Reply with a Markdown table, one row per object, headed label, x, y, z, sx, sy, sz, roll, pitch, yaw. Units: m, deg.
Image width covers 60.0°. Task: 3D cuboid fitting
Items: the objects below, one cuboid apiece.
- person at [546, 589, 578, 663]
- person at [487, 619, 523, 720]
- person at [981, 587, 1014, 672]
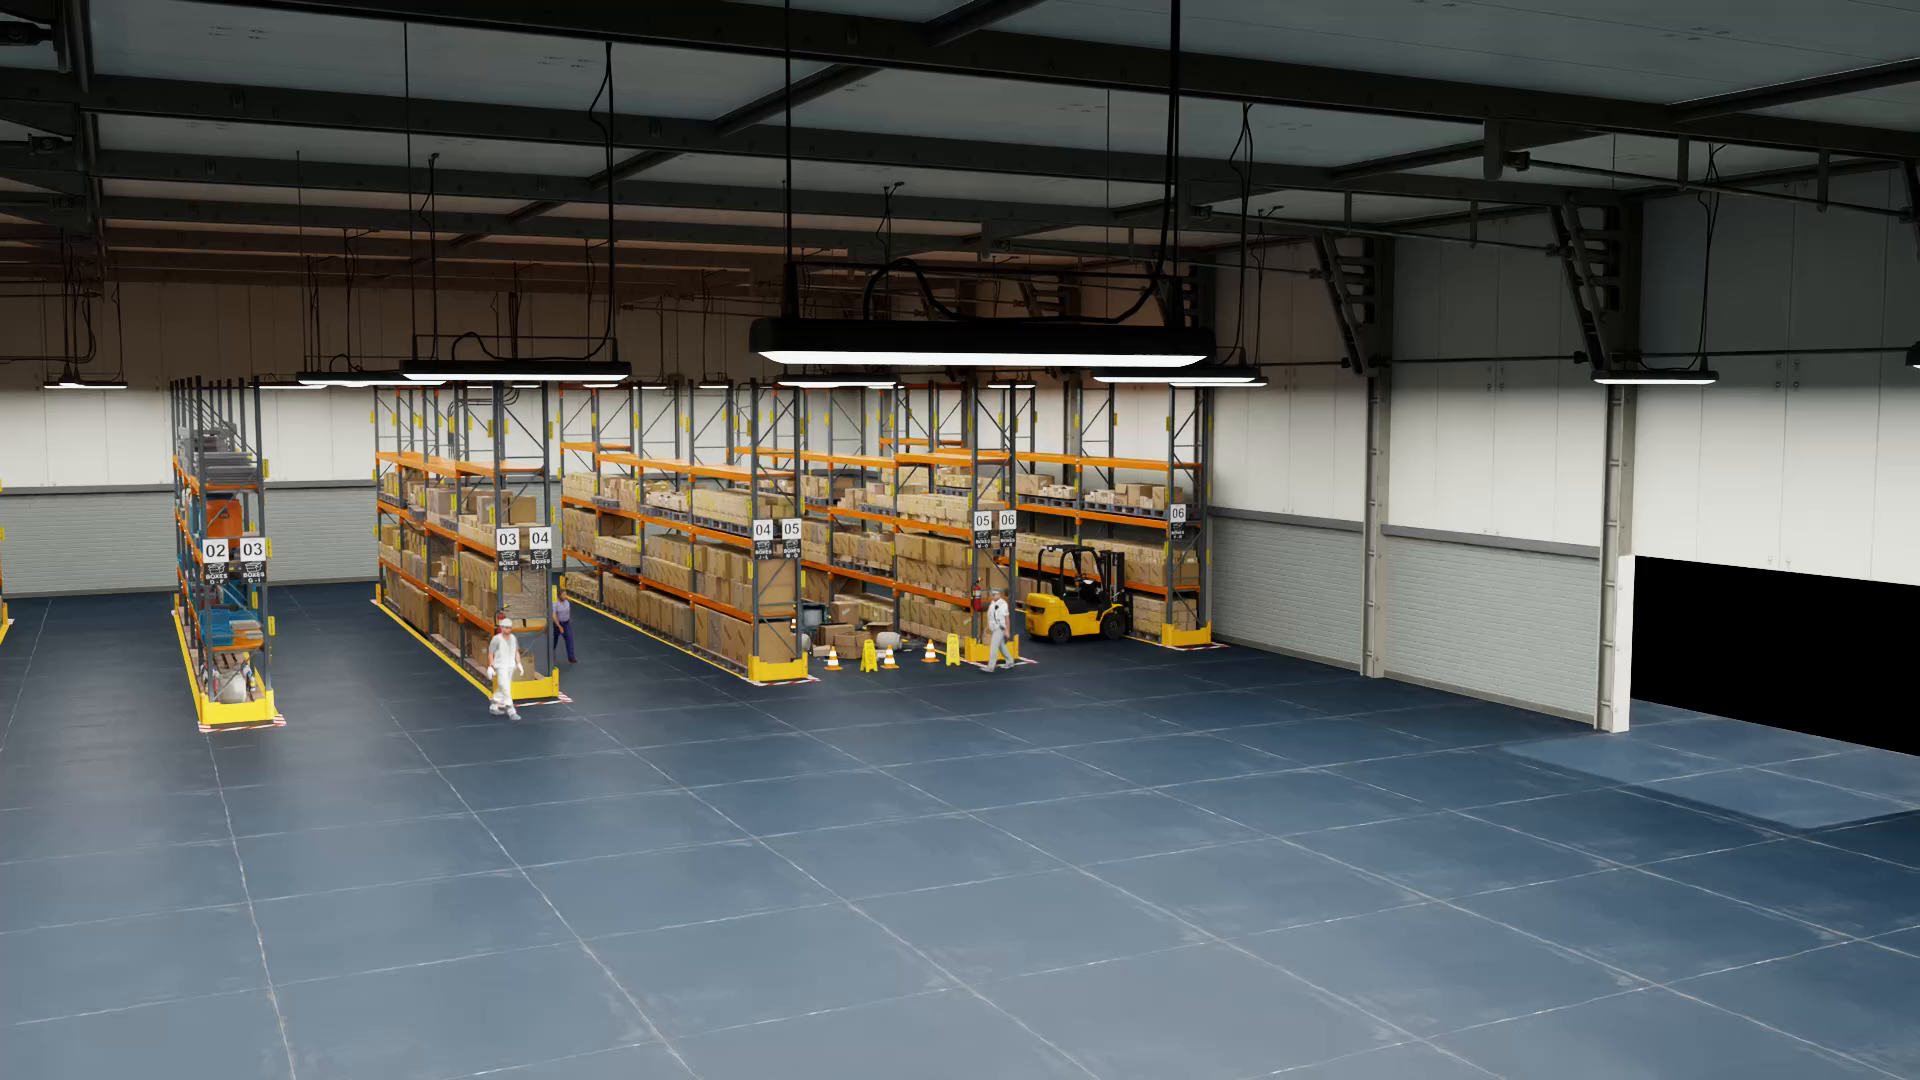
| label | x | y | z | sx | sy | sz | roll | pitch | yaw |
| --- | --- | --- | --- | --- | --- | --- | --- | --- | --- |
| person | -8.406 | 1.808 | 35.142 | 0.468 | 1.560 | 1.095 | -4 | 7 | -40 |
| person | -7.931 | 2.237 | 29.117 | 0.994 | 1.730 | 0.561 | 3 | 6 | 30 |
| person | 0.756 | 1.833 | 34.169 | 0.882 | 1.724 | 0.544 | -2 | 5 | -22 |
